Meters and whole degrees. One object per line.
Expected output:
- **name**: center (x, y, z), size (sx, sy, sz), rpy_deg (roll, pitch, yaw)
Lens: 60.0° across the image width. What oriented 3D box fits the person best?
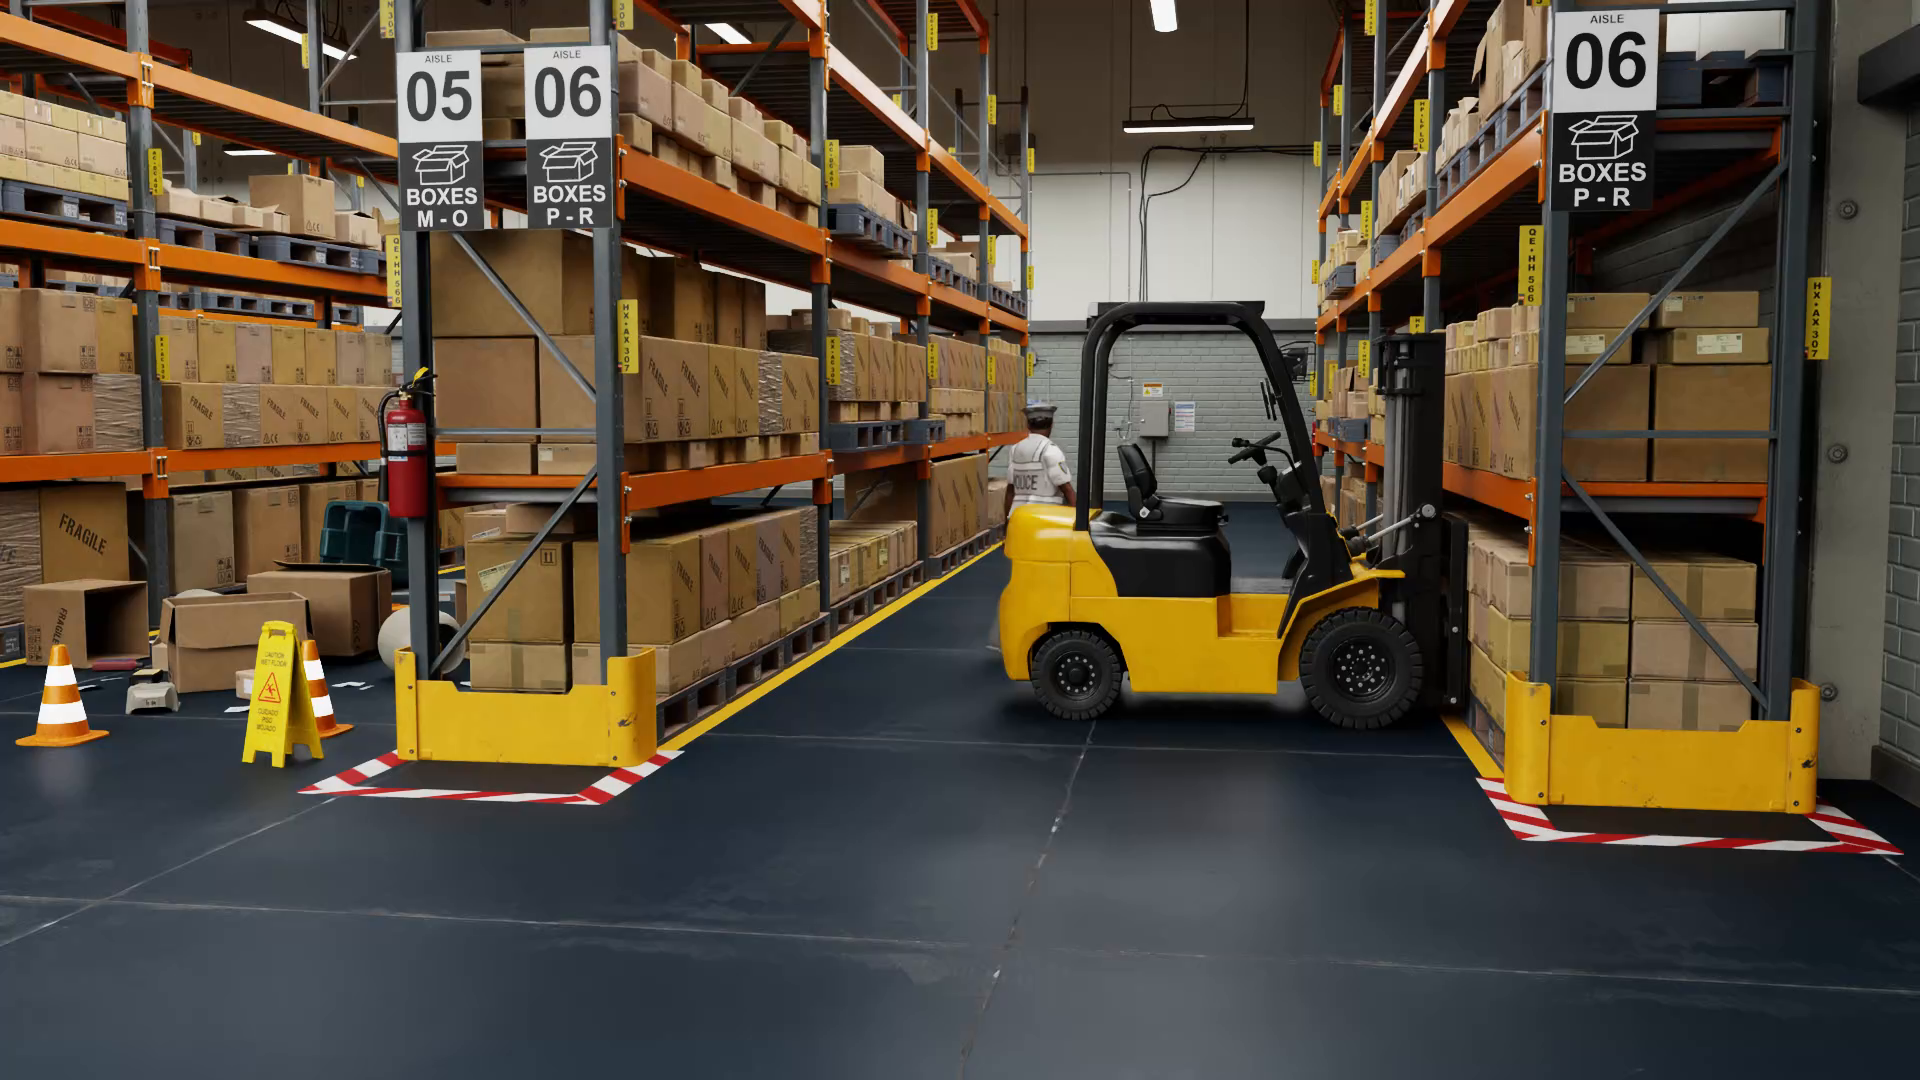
- **person**: center (0.573, -0.077, 10.780), size (0.880, 1.608, 0.544), rpy_deg (-2, 5, -26)
